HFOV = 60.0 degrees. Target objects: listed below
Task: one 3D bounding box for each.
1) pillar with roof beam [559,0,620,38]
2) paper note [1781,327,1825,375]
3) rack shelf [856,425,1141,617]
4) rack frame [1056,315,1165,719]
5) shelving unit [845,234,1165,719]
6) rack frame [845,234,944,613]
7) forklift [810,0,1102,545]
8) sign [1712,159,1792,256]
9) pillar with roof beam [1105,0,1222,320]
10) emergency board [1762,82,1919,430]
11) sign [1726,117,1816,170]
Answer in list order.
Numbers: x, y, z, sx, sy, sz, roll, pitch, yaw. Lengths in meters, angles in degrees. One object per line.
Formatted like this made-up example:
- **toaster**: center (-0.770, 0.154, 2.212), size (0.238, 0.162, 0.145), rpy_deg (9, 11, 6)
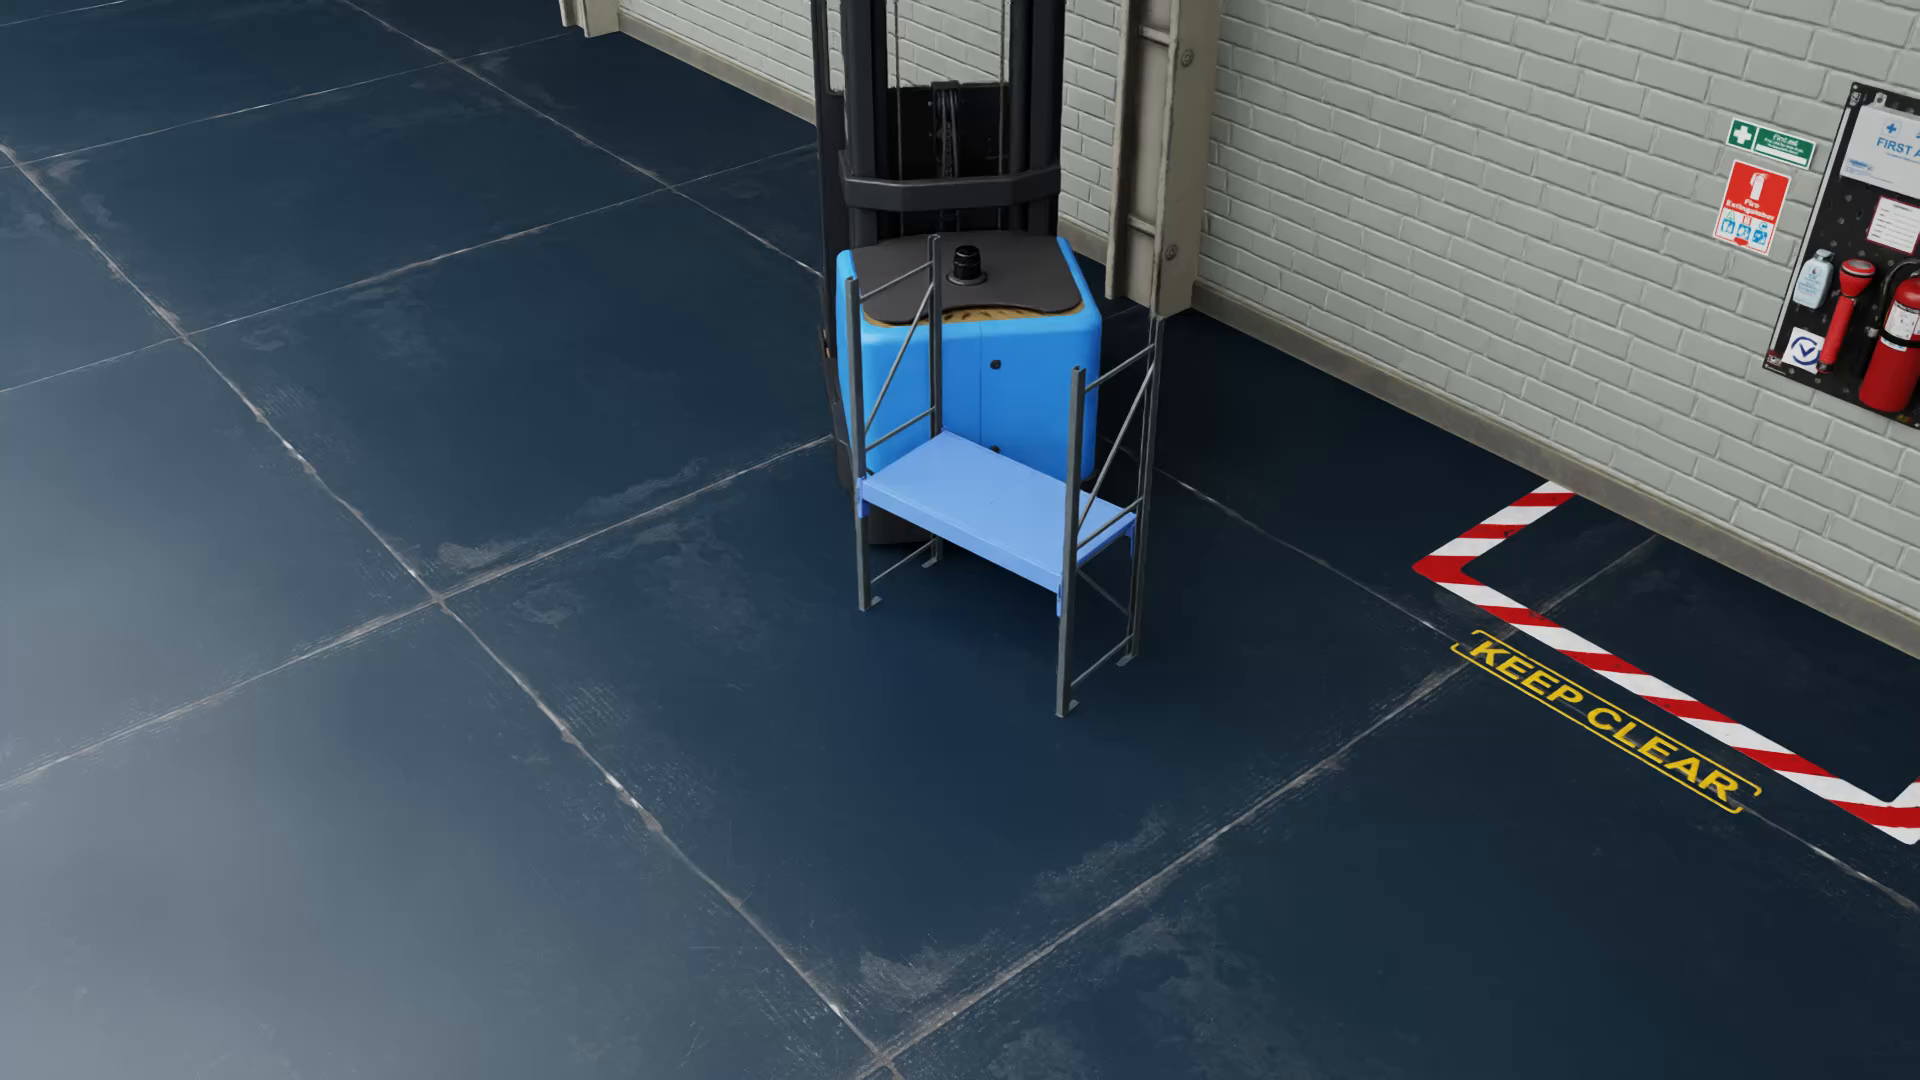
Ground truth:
- **pillar with roof beam**: center (-6.125, -6.026, 7.973), size (9.100, 9.000, 0.400), rpy_deg (-26, 43, -32)
- **paper note**: center (3.281, -0.735, 6.455), size (0.016, 0.148, 0.142), rpy_deg (-26, 43, -32)
- **rack shelf**: center (0.146, -0.094, 6.396), size (1.000, 0.185, 0.538), rpy_deg (26, 43, 32)
- **rack frame**: center (0.535, -0.052, 6.025), size (0.032, 1.500, 0.500), rpy_deg (26, 43, 32)
- **shelving unit**: center (0.146, -0.241, 6.292), size (1.048, 1.500, 0.538), rpy_deg (26, 43, 32)
- **rack frame**: center (-0.243, -0.430, 6.559), size (0.032, 1.500, 0.500), rpy_deg (26, 43, 32)
- **forklift**: center (-0.128, -2.018, 7.564), size (1.130, 2.935, 3.031), rpy_deg (-5, 36, -7)
- **sign**: center (3.064, -1.288, 6.442), size (0.001, 0.329, 0.234), rpy_deg (-26, 43, -32)
- **pillar with roof beam**: center (-2.253, -3.377, 4.232), size (9.100, 9.000, 0.400), rpy_deg (-26, 43, -32)
- **emergency board**: center (3.342, -0.991, 6.053), size (0.194, 1.169, 0.643), rpy_deg (-26, 43, -32)
- **sign**: center (3.060, -1.499, 6.281), size (0.001, 0.109, 0.331), rpy_deg (-26, 43, -32)
